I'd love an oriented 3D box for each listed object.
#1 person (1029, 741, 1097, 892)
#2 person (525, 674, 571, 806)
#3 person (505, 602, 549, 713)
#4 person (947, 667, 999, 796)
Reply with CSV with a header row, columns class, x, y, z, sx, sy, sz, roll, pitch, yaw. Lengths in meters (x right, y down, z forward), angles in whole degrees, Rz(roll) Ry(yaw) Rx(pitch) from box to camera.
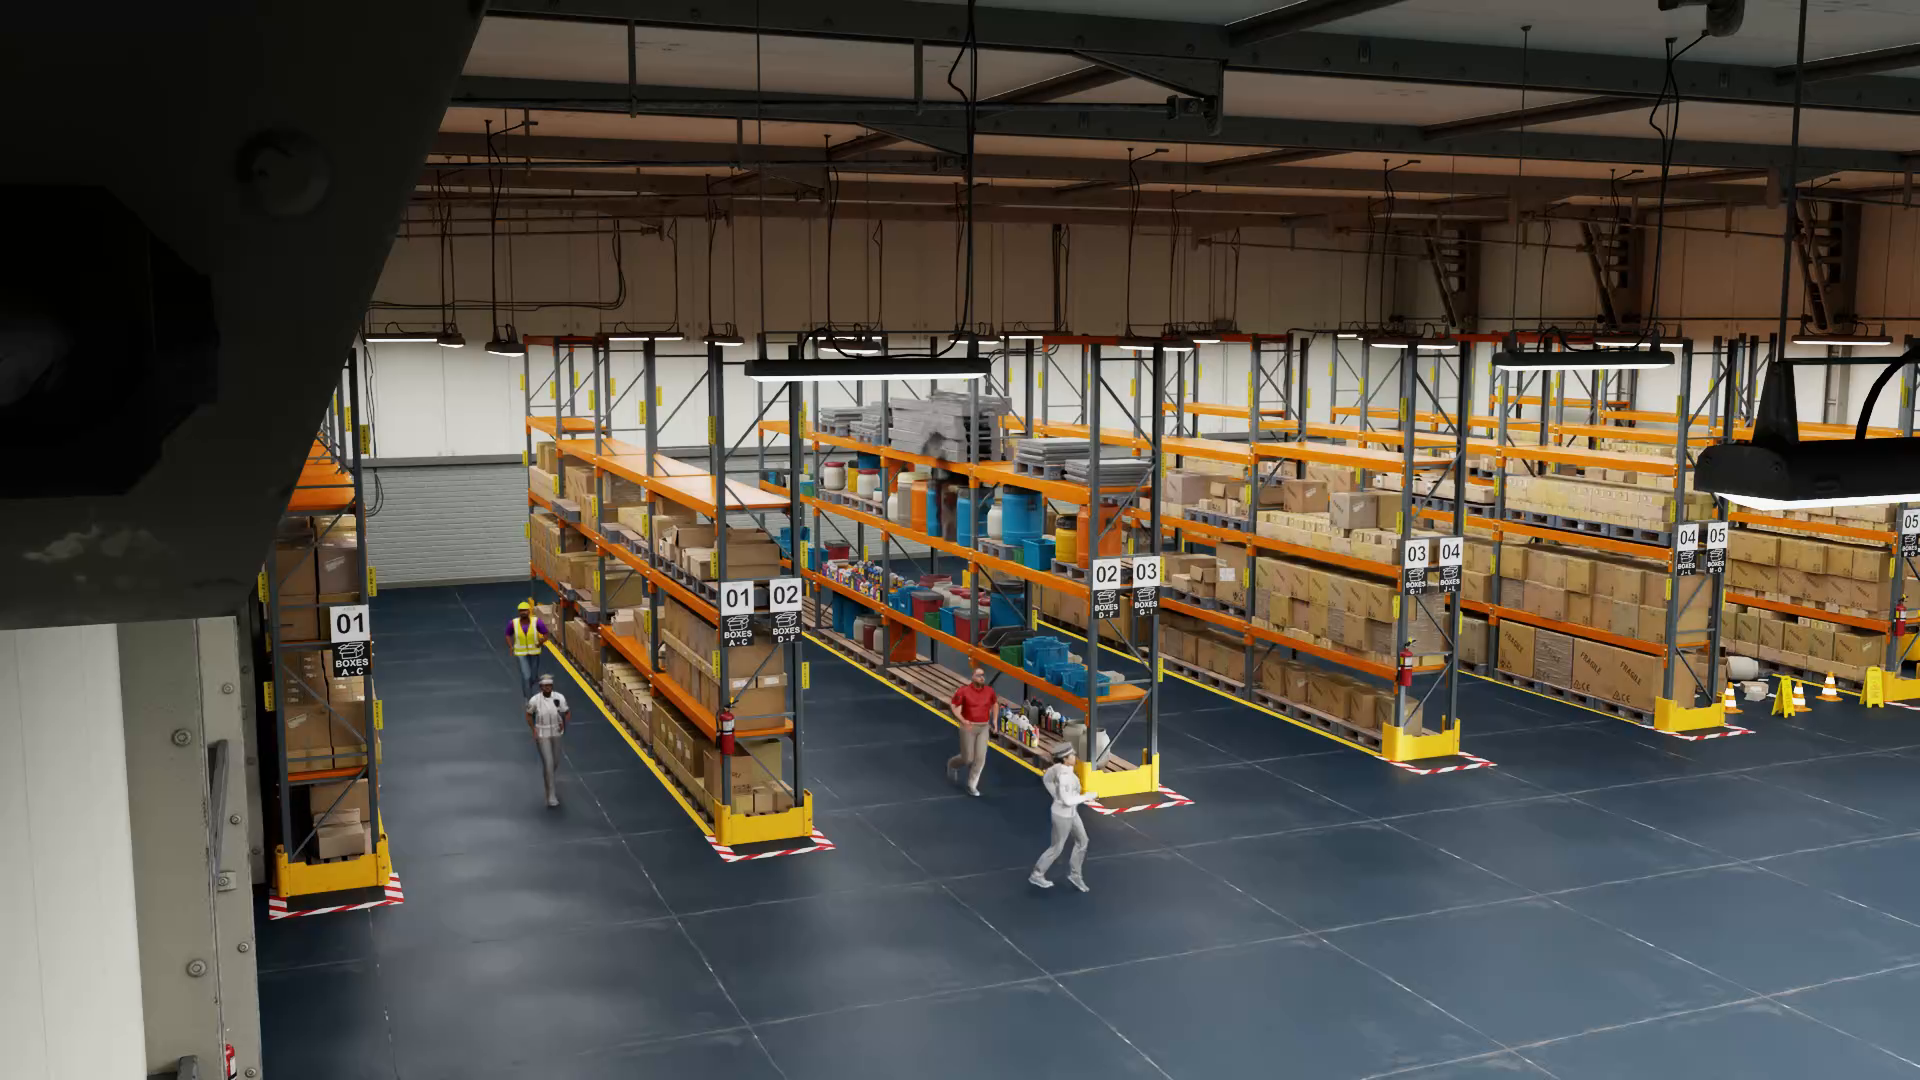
class,x,y,z,sx,sy,sz,roll,pitch,yaw
person,1.138,3.073,18.347,0.753,1.753,0.594,1,8,5
person,-5.404,2.569,21.889,0.573,1.696,0.859,-4,8,-26
person,-7.038,1.873,27.085,0.689,1.767,0.852,-3,8,-19
person,0.229,2.544,22.372,0.704,1.674,0.755,-3,8,-23
